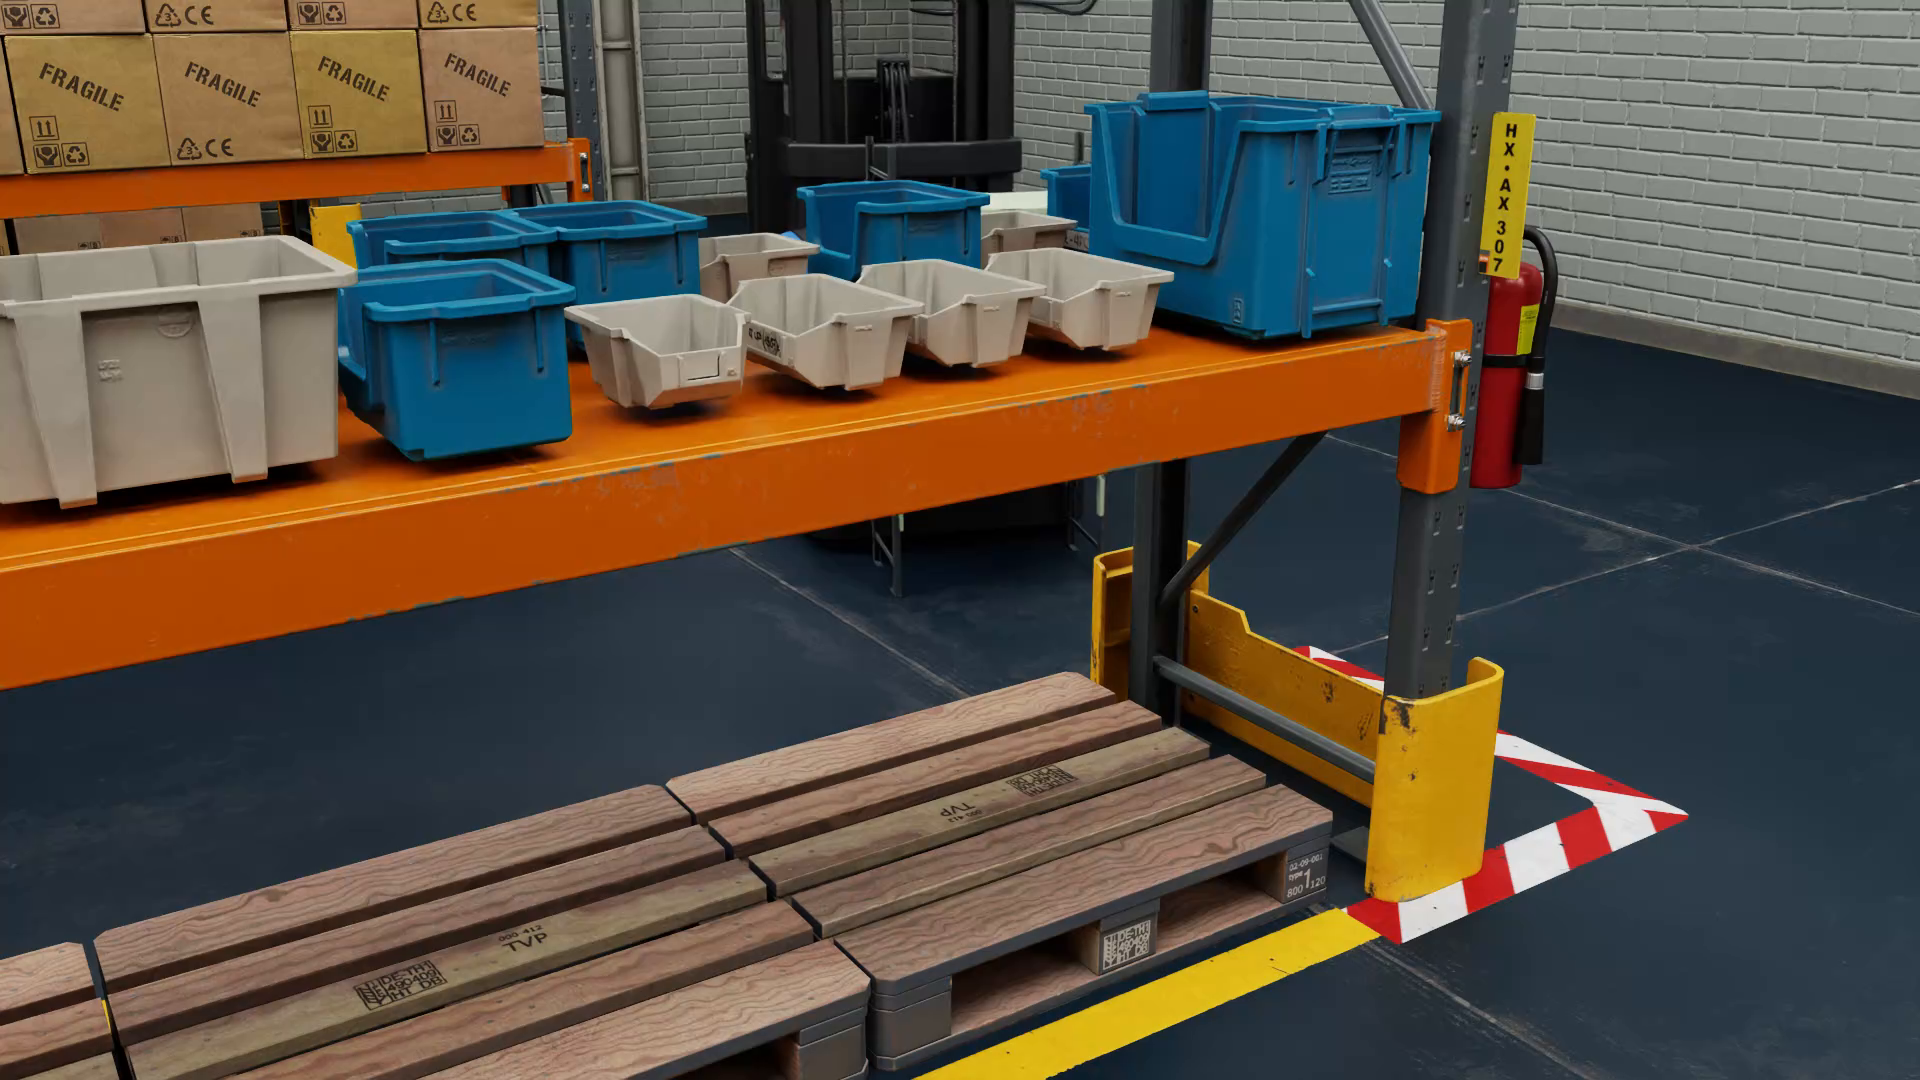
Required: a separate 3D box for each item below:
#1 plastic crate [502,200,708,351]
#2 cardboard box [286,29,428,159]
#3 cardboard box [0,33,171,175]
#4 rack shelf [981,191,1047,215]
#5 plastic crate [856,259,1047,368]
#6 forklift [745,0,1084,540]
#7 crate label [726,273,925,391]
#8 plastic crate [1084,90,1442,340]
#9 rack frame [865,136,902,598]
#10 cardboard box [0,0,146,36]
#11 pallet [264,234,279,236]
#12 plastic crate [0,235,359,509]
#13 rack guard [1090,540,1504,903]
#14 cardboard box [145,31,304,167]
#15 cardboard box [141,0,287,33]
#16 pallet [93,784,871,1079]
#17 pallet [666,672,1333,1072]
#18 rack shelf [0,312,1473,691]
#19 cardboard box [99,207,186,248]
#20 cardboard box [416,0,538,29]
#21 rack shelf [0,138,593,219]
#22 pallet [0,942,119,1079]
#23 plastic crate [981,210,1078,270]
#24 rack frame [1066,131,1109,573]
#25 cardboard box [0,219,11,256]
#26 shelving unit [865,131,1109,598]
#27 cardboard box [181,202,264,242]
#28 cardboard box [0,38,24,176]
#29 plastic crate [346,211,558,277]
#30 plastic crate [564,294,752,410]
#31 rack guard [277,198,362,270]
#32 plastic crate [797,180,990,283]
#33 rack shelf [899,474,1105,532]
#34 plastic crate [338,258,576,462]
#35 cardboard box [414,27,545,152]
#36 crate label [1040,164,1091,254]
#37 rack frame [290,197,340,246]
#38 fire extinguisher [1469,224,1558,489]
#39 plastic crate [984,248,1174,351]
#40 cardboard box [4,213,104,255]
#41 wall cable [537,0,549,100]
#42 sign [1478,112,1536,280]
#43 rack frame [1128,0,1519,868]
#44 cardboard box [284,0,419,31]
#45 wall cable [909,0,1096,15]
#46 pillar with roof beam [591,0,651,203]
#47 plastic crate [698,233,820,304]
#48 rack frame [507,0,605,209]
[{"bbox_3d":[-0.697,-0.525,3.283,0.300,0.233,0.416,-12,22,-31],"label":"plastic crate"},{"bbox_3d":[-2.587,-1.893,7.003,0.500,0.500,0.500,-12,22,-31],"label":"cardboard box"},{"bbox_3d":[-3.428,-1.717,6.485,0.500,0.500,0.500,-12,22,-32],"label":"cardboard box"},{"bbox_3d":[0.098,-0.973,5.561,0.720,0.370,0.431,-5,19,-13],"label":"rack shelf"},{"bbox_3d":[-0.042,-0.428,3.145,0.243,0.136,0.396,-12,22,-31],"label":"plastic crate"},{"bbox_3d":[-0.374,-1.823,7.059,1.130,2.935,3.031,-4,19,-13],"label":"forklift"},{"bbox_3d":[-0.261,-0.372,2.980,0.243,0.136,0.396,-12,22,-31],"label":"crate label"},{"bbox_3d":[0.613,-0.700,3.482,0.499,0.435,0.616,-12,22,-31],"label":"plastic crate"},{"bbox_3d":[-0.257,-0.575,5.603,0.023,1.500,0.400,-5,19,-13],"label":"rack frame"},{"bbox_3d":[-3.433,-2.186,6.310,0.500,0.500,0.500,-11,22,-30],"label":"cardboard box"},{"bbox_3d":[-5.284,-1.931,11.626,1.213,0.211,1.003,-12,22,-31],"label":"pallet"},{"bbox_3d":[-1.174,-0.251,2.395,0.530,0.282,0.437,-12,22,-31],"label":"plastic crate"},{"bbox_3d":[0.803,0.413,4.243,0.348,0.500,1.175,-12,22,-31],"label":"rack guard"},{"bbox_3d":[-3.007,-1.806,6.748,0.500,0.500,0.500,-12,22,-31],"label":"cardboard box"},{"bbox_3d":[-3.004,-2.277,6.578,0.500,0.500,0.500,-11,22,-30],"label":"cardboard box"},{"bbox_3d":[-0.938,0.906,3.236,1.213,0.211,1.003,-12,22,-31],"label":"pallet"},{"bbox_3d":[0.080,0.692,3.868,1.213,0.211,1.003,-12,22,-31],"label":"pallet"},{"bbox_3d":[-0.880,-0.071,2.893,4.000,0.370,1.077,-12,22,-31],"label":"rack shelf"},{"bbox_3d":[-5.606,-2.190,11.287,0.500,0.500,0.700,-12,22,-32],"label":"cardboard box"},{"bbox_3d":[-2.152,-2.458,7.115,0.500,0.500,0.500,-12,22,-32],"label":"cardboard box"},{"bbox_3d":[-3.602,-1.396,6.814,4.000,0.370,1.077,-12,22,-31],"label":"rack shelf"},{"bbox_3d":[-1.958,1.122,2.596,1.213,0.211,1.003,-12,22,-31],"label":"pallet"},{"bbox_3d":[0.089,-0.677,3.883,0.298,0.136,0.250,-12,22,-31],"label":"plastic crate"},{"bbox_3d":[0.453,-0.631,5.770,0.023,1.500,0.400,-5,19,-13],"label":"rack frame"},{"bbox_3d":[-6.467,-2.005,10.741,0.500,0.500,0.700,-11,22,-30],"label":"cardboard box"},{"bbox_3d":[0.098,-0.603,5.686,0.755,1.500,0.431,-5,19,-13],"label":"shelving unit"},{"bbox_3d":[-5.188,-2.278,11.548,0.500,0.500,0.700,-12,22,-31],"label":"cardboard box"},{"bbox_3d":[-3.851,-1.627,6.219,0.500,0.500,0.500,-12,22,-32],"label":"cardboard box"},{"bbox_3d":[-0.948,-0.473,3.127,0.300,0.233,0.416,-12,22,-31],"label":"plastic crate"},{"bbox_3d":[-0.498,-0.315,2.812,0.250,0.136,0.298,-12,22,-31],"label":"plastic crate"},{"bbox_3d":[-4.639,-2.234,12.071,0.348,0.500,1.175,-12,22,-31],"label":"rack guard"},{"bbox_3d":[-0.147,-0.641,3.626,0.300,0.233,0.416,-12,22,-31],"label":"plastic crate"},{"bbox_3d":[0.098,-0.294,5.791,0.720,0.370,0.431,-5,19,-13],"label":"rack shelf"},{"bbox_3d":[-0.784,-0.282,2.564,0.300,0.233,0.416,-12,22,-31],"label":"plastic crate"},{"bbox_3d":[-2.156,-1.985,7.276,0.500,0.500,0.500,-11,22,-30],"label":"cardboard box"},{"bbox_3d":[0.403,-0.757,3.969,0.303,0.233,0.416,-12,22,-31],"label":"crate label"},{"bbox_3d":[-4.659,-3.414,11.658,0.127,3.000,1.000,-12,22,-31],"label":"rack frame"},{"bbox_3d":[1.166,-0.455,3.611,0.183,0.674,0.296,-12,22,-31],"label":"fire extinguisher"},{"bbox_3d":[0.208,-0.475,3.284,0.243,0.136,0.396,-12,22,-31],"label":"plastic crate"},{"bbox_3d":[-6.026,-2.101,11.024,0.500,0.500,0.700,-13,22,-33],"label":"cardboard box"},{"bbox_3d":[-4.110,-4.373,12.911,1.851,1.984,0.084,-12,22,-31],"label":"wall cable"},{"bbox_3d":[1.106,-0.697,3.367,0.005,0.325,0.100,-12,22,-31],"label":"sign"},{"bbox_3d":[0.790,-0.764,3.820,0.127,3.000,1.000,-12,22,-31],"label":"rack frame"},{"bbox_3d":[-2.573,-2.369,6.851,0.500,0.500,0.500,-11,22,-30],"label":"cardboard box"},{"bbox_3d":[0.261,-5.685,13.859,0.112,2.526,3.097,-12,22,-31],"label":"wall cable"},{"bbox_3d":[-0.512,-5.811,9.383,0.400,9.000,9.100,-12,22,-31],"label":"pillar with roof beam"},{"bbox_3d":[-0.477,-0.558,3.529,0.298,0.136,0.250,-12,22,-31],"label":"plastic crate"},{"bbox_3d":[-1.931,-2.089,7.741,0.127,3.000,1.000,-12,22,-31],"label":"rack frame"}]
